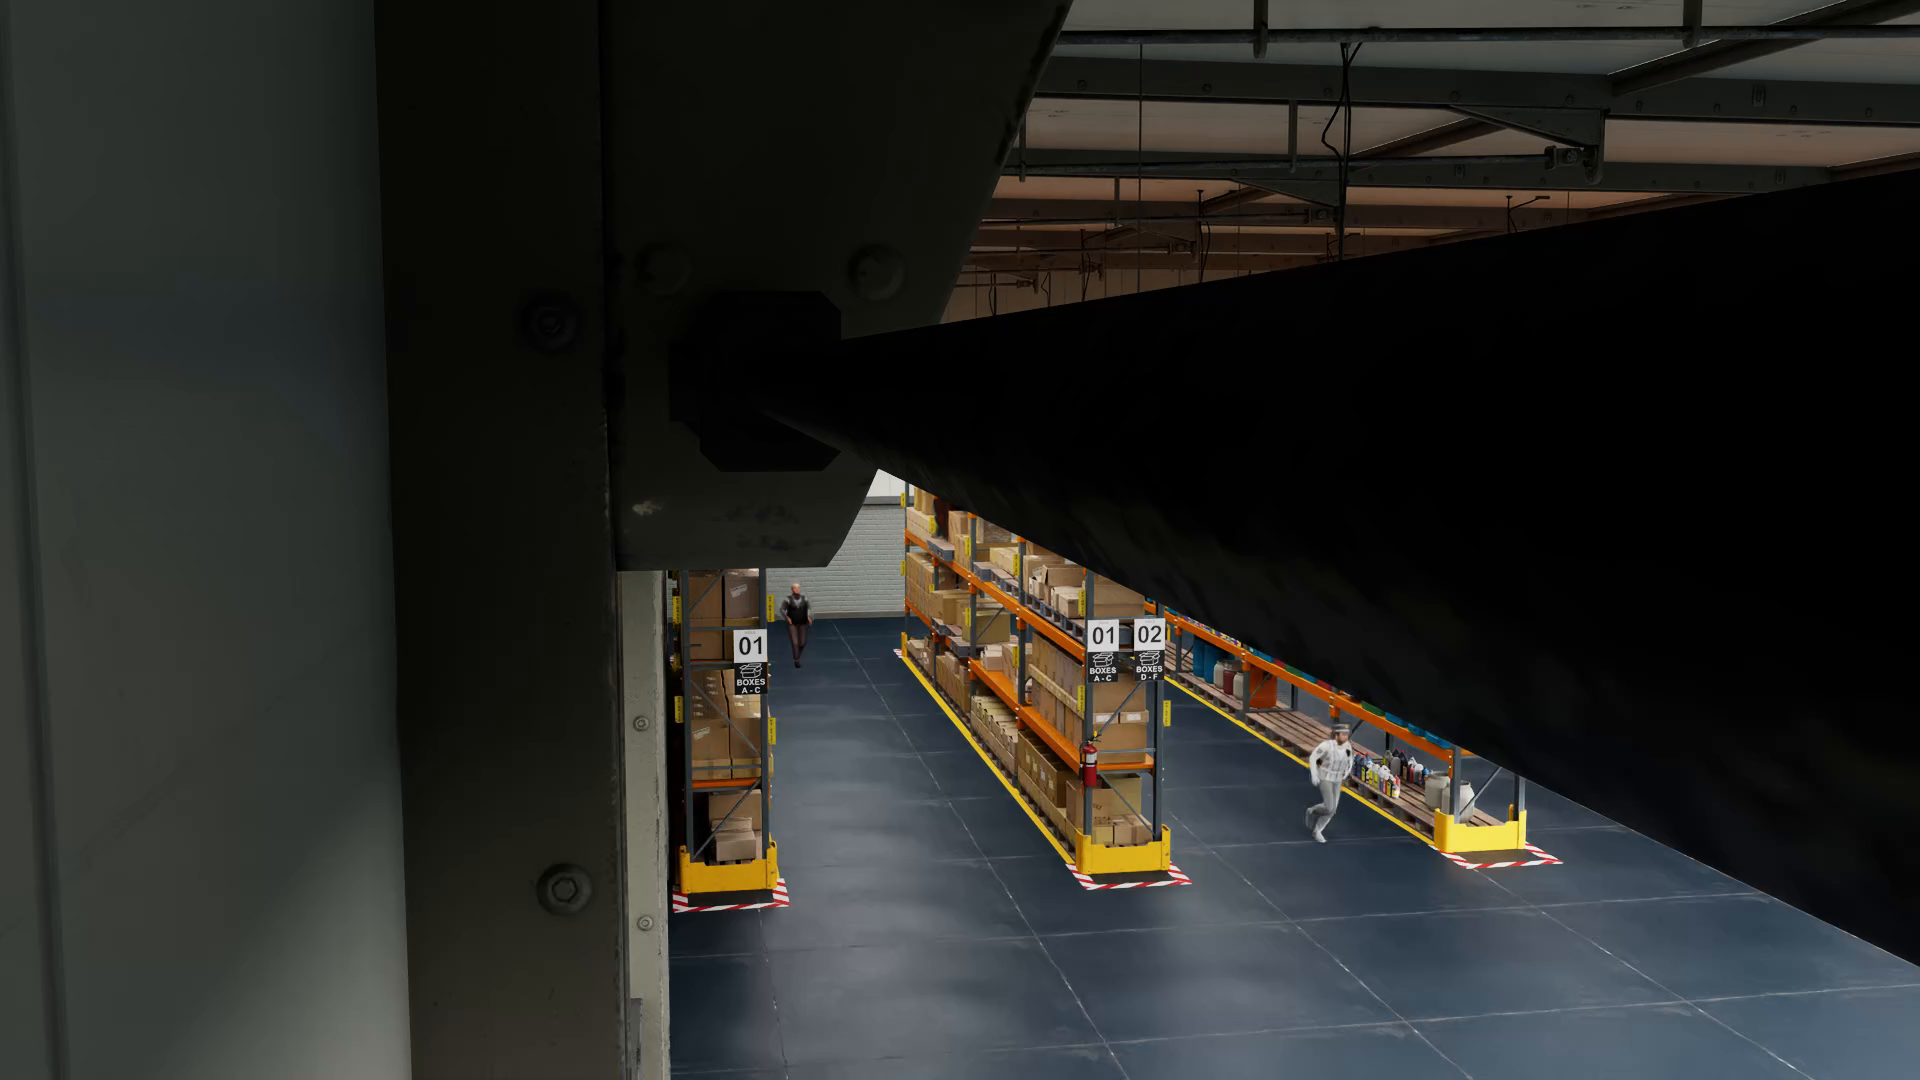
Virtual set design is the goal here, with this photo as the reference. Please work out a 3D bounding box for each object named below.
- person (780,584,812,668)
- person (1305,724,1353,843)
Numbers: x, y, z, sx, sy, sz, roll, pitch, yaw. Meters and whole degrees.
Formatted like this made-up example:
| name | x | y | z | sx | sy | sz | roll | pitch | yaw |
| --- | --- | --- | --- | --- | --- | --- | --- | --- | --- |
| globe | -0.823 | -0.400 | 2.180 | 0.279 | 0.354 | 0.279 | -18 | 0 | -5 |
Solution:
| name | x | y | z | sx | sy | sz | roll | pitch | yaw |
| --- | --- | --- | --- | --- | --- | --- | --- | --- | --- |
| person | -3.319 | 1.755 | 33.704 | 0.660 | 1.622 | 0.599 | -2 | 6 | -16 |
| person | 4.986 | 3.227 | 22.358 | 0.593 | 1.614 | 0.594 | -3 | 7 | -27 |
